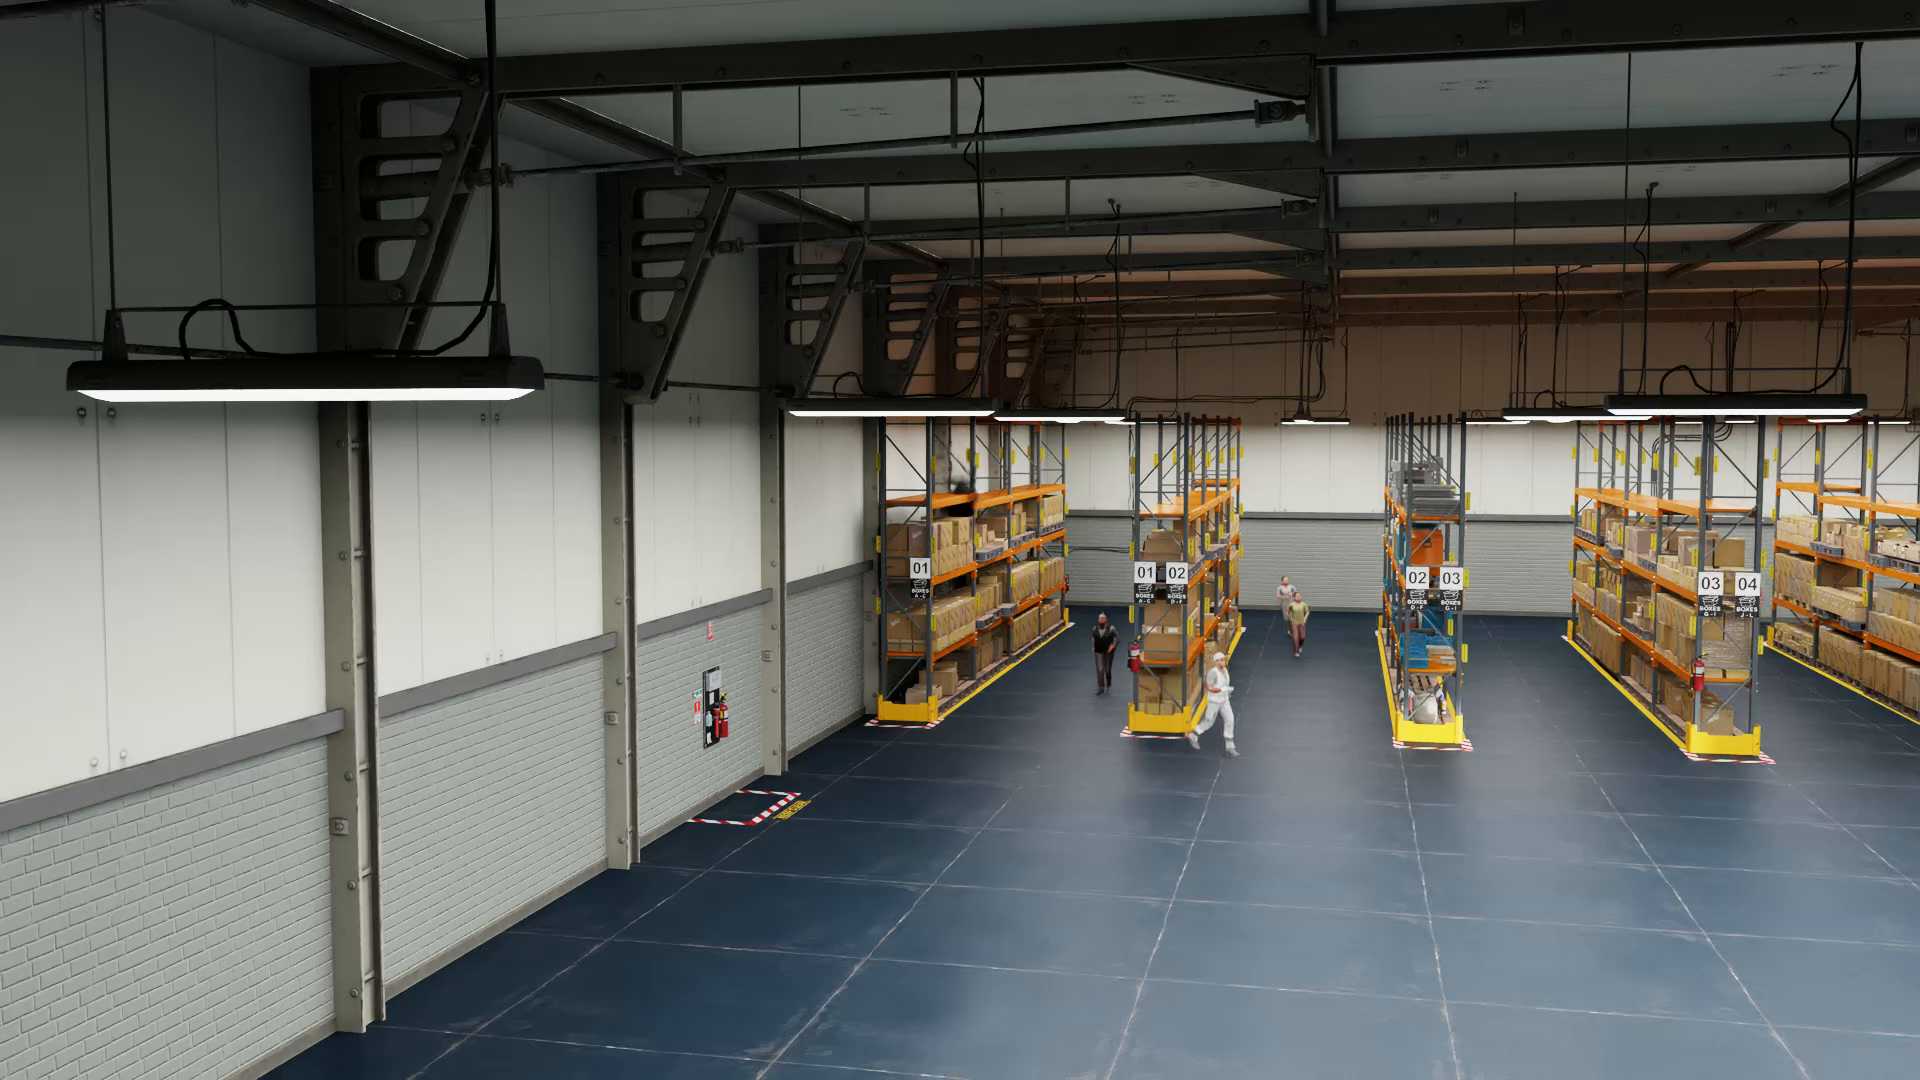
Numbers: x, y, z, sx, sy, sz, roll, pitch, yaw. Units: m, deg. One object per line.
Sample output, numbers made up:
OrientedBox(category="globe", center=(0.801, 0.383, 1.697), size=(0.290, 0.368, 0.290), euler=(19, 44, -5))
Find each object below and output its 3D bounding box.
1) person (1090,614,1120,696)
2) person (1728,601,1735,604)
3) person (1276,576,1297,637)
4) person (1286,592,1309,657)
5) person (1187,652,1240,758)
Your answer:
OrientedBox(category="person", center=(3.128, 2.448, 35.848), size=(0.662, 1.730, 0.783), euler=(1, 4, 16))
OrientedBox(category="person", center=(20.671, 1.890, 44.660), size=(0.657, 1.634, 0.735), euler=(-2, 4, -30))
OrientedBox(category="person", center=(8.961, 1.829, 45.574), size=(0.579, 1.692, 0.642), euler=(1, 4, 11))
OrientedBox(category="person", center=(8.427, 2.101, 41.511), size=(0.577, 1.622, 0.560), euler=(0, 4, 6))
OrientedBox(category="person", center=(4.476, 2.854, 29.104), size=(0.673, 1.814, 0.980), euler=(-4, 5, -43))
